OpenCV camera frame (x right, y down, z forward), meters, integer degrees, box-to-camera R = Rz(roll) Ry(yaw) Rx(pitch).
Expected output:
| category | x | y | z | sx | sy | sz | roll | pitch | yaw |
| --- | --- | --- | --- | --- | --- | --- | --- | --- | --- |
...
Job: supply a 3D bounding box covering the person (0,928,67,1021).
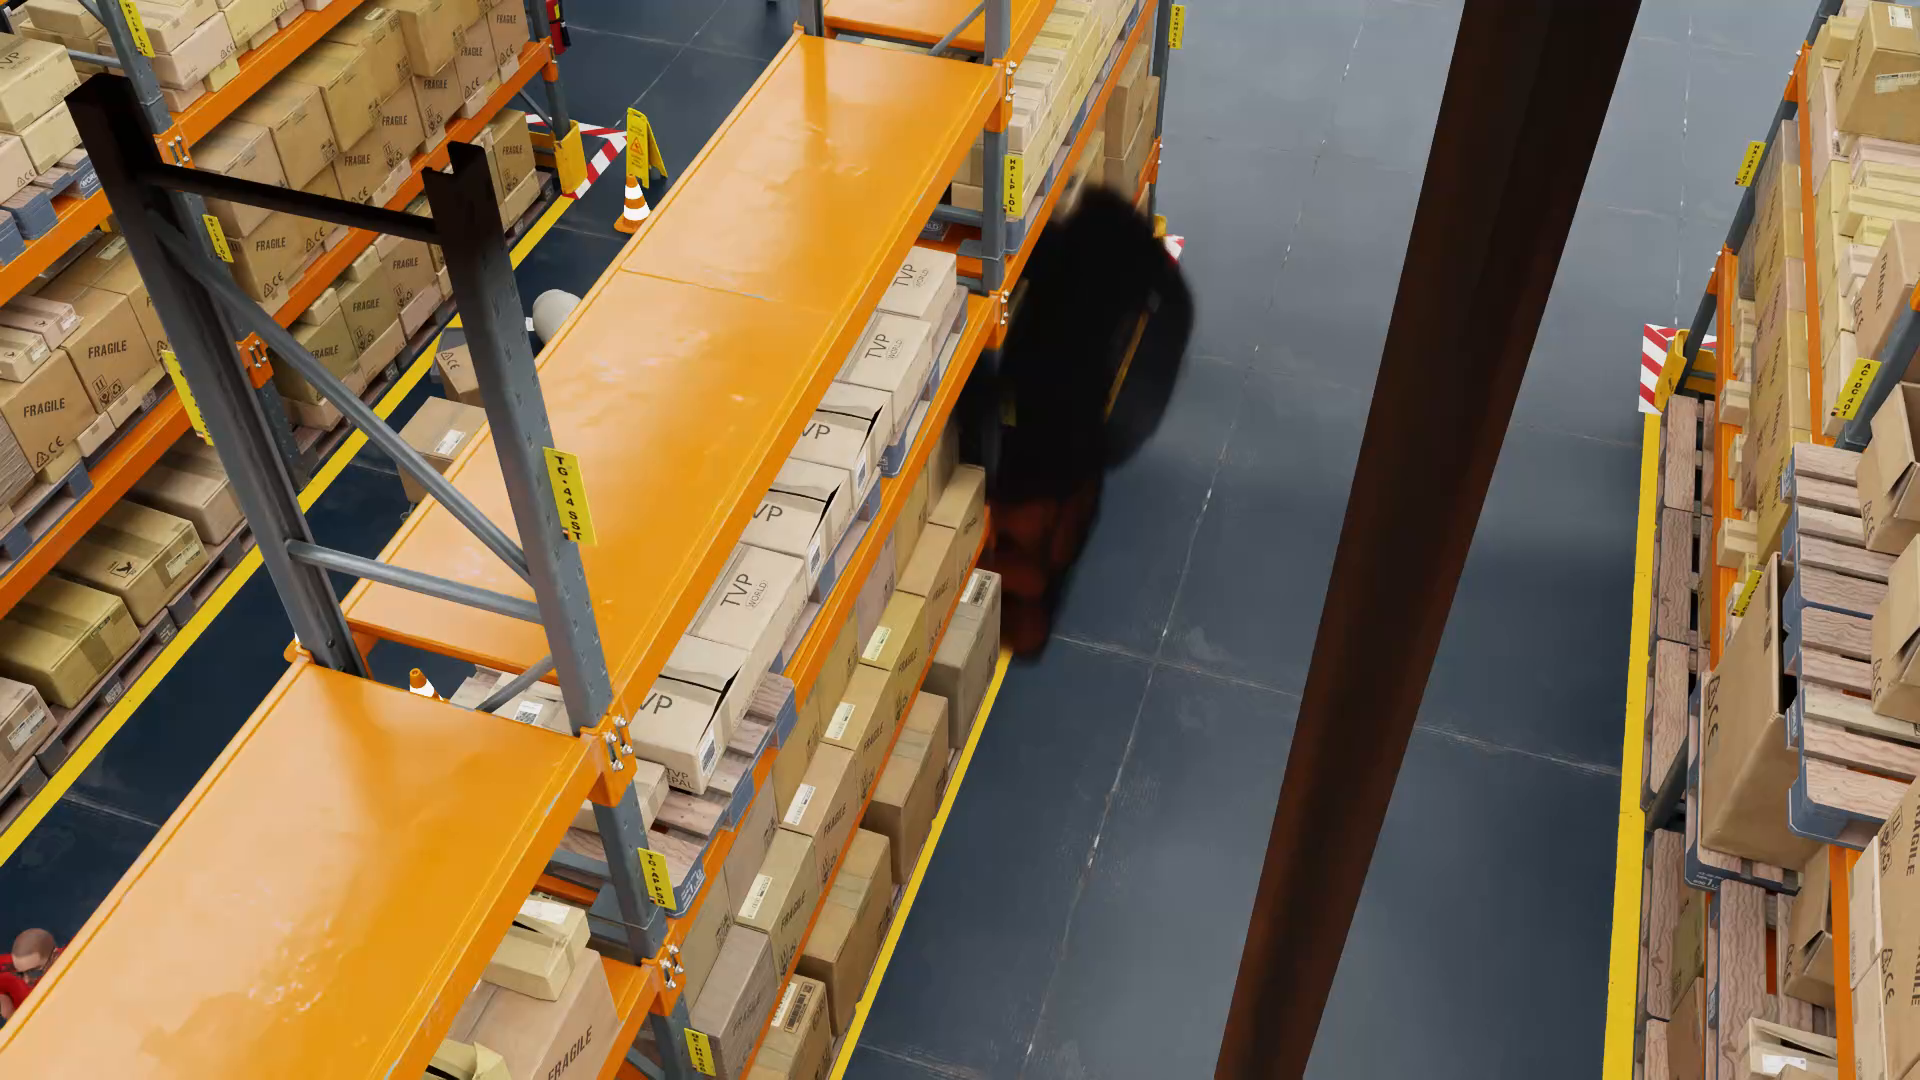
| category | x | y | z | sx | sy | sz | roll | pitch | yaw |
| --- | --- | --- | --- | --- | --- | --- | --- | --- | --- |
| person | -4.060 | 2.207 | 7.820 | 0.704 | 1.680 | 0.615 | -2 | 46 | -2 |
